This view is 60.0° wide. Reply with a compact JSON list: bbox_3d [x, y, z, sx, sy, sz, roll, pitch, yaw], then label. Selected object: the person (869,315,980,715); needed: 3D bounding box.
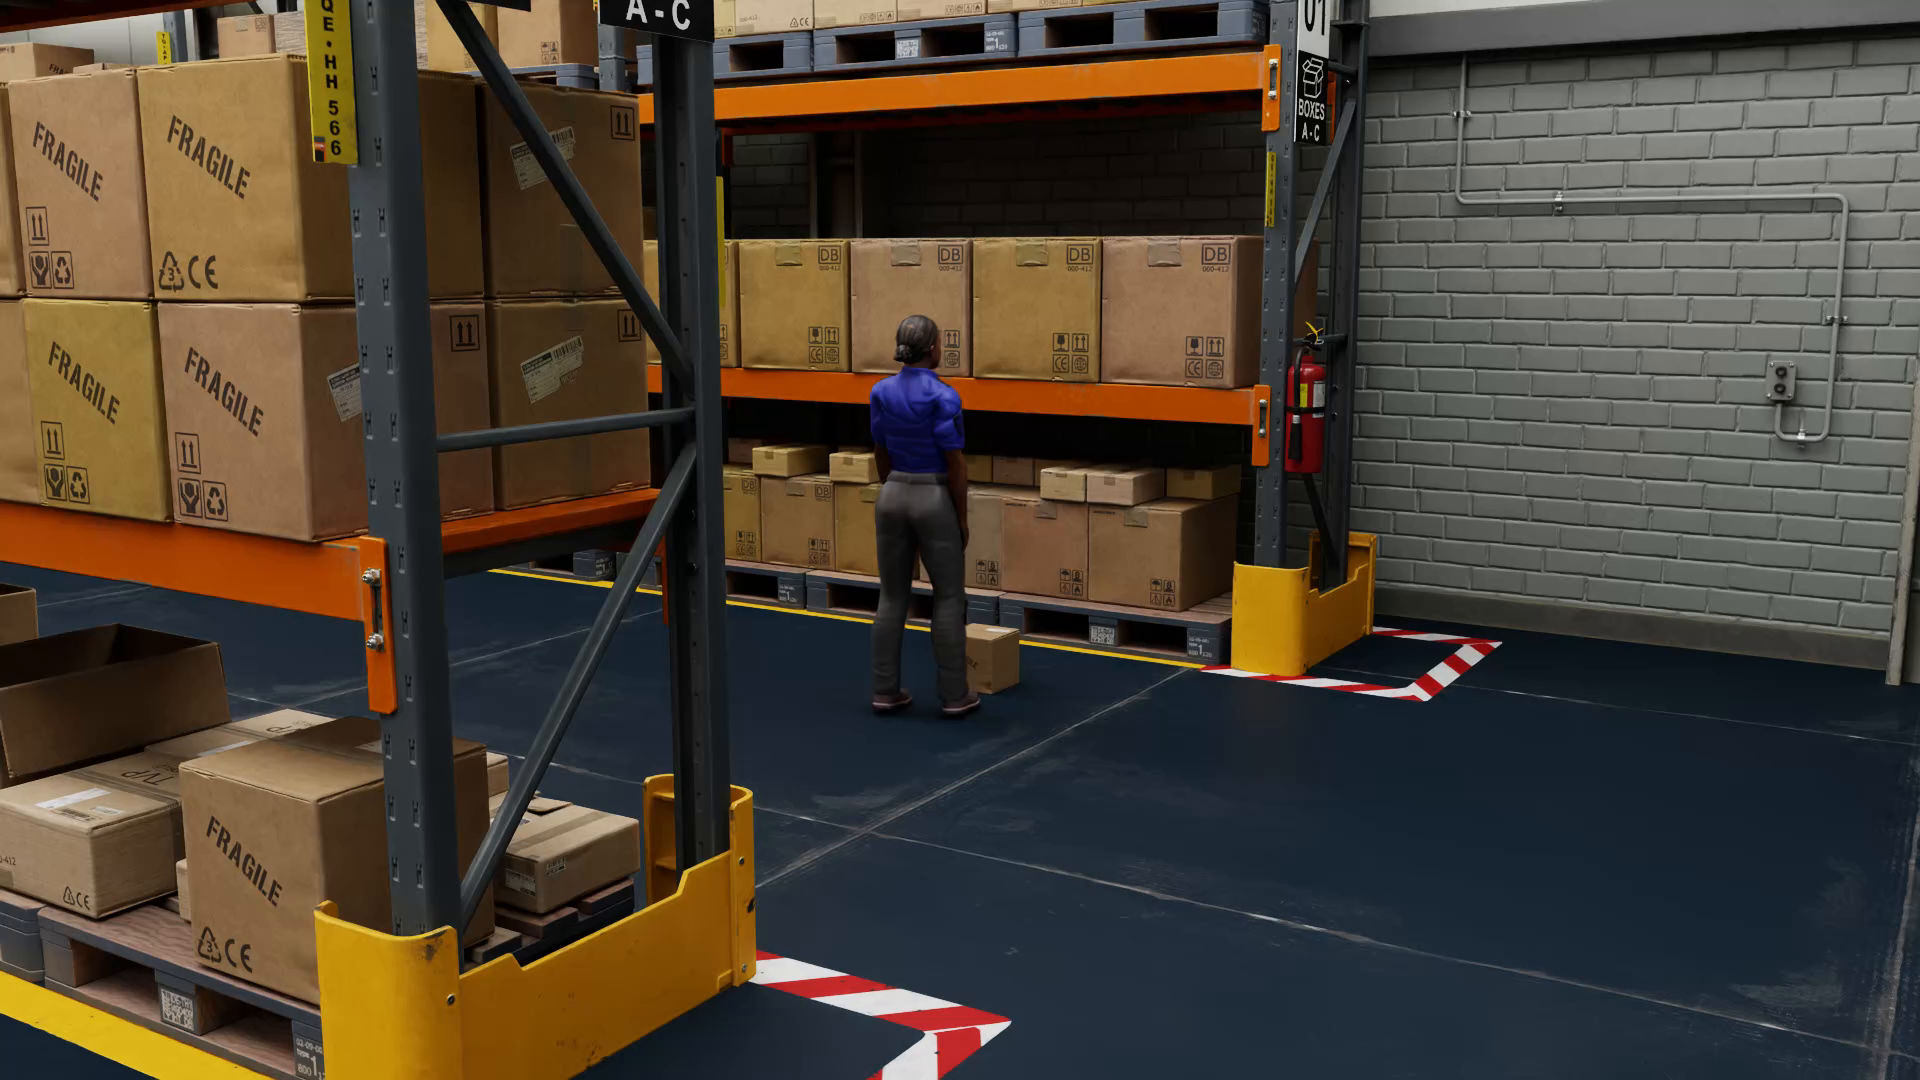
[{"bbox_3d":[-0.146,-0.104,6.942,0.440,1.663,0.359,5,11,26],"label":"person"}]
